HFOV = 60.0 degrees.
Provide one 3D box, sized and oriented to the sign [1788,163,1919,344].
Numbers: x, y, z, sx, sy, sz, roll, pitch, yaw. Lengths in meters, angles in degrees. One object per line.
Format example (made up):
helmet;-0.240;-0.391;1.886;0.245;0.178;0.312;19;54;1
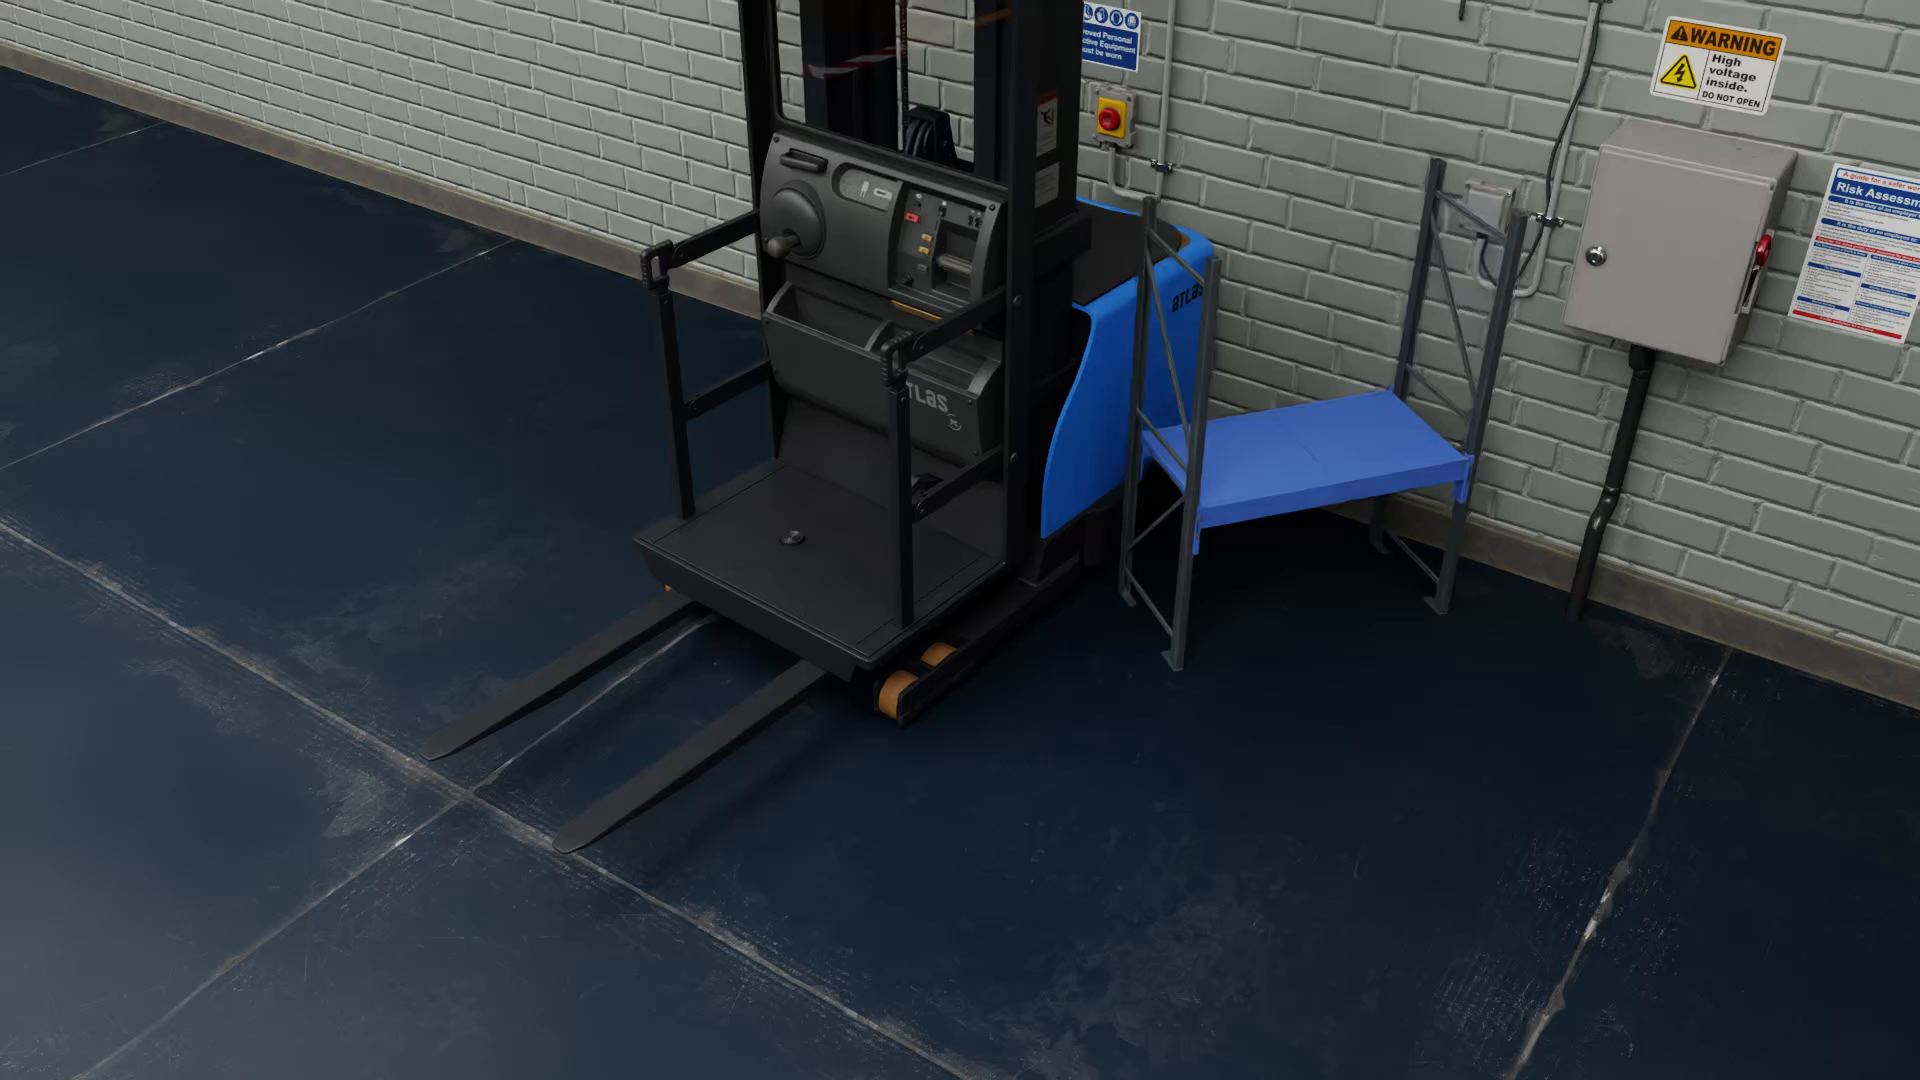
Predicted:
sign;2.681;-0.842;4.903;0.329;0.494;0.001;21;39;28

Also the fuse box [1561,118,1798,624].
fuse box;2.158;-0.411;5.330;0.539;1.711;0.414;21;39;28

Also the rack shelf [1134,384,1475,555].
rack shelf;1.142;-0.250;5.602;1.000;0.185;0.538;-10;35;-15

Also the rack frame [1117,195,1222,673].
rack frame;0.659;-0.311;5.370;0.032;1.500;0.500;-10;35;-15

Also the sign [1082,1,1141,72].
sign;0.510;-1.838;6.049;0.327;0.218;0.001;21;39;28

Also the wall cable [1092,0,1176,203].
wall cable;0.515;-2.116;5.767;0.585;1.953;0.123;21;39;28

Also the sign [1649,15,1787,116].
sign;2.230;-1.399;4.904;0.339;0.242;0.001;21;39;28

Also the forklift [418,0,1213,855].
forklift;-0.394;-0.942;5.026;1.130;2.935;3.031;24;41;31

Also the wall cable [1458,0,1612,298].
wall cable;1.687;-1.656;5.114;0.588;1.984;0.122;21;39;28

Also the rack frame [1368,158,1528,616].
rack frame;1.625;-0.488;5.633;0.032;1.500;0.500;-10;35;-15

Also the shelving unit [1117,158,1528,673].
shelving unit;1.142;-0.399;5.502;1.048;1.500;0.538;-10;35;-15
